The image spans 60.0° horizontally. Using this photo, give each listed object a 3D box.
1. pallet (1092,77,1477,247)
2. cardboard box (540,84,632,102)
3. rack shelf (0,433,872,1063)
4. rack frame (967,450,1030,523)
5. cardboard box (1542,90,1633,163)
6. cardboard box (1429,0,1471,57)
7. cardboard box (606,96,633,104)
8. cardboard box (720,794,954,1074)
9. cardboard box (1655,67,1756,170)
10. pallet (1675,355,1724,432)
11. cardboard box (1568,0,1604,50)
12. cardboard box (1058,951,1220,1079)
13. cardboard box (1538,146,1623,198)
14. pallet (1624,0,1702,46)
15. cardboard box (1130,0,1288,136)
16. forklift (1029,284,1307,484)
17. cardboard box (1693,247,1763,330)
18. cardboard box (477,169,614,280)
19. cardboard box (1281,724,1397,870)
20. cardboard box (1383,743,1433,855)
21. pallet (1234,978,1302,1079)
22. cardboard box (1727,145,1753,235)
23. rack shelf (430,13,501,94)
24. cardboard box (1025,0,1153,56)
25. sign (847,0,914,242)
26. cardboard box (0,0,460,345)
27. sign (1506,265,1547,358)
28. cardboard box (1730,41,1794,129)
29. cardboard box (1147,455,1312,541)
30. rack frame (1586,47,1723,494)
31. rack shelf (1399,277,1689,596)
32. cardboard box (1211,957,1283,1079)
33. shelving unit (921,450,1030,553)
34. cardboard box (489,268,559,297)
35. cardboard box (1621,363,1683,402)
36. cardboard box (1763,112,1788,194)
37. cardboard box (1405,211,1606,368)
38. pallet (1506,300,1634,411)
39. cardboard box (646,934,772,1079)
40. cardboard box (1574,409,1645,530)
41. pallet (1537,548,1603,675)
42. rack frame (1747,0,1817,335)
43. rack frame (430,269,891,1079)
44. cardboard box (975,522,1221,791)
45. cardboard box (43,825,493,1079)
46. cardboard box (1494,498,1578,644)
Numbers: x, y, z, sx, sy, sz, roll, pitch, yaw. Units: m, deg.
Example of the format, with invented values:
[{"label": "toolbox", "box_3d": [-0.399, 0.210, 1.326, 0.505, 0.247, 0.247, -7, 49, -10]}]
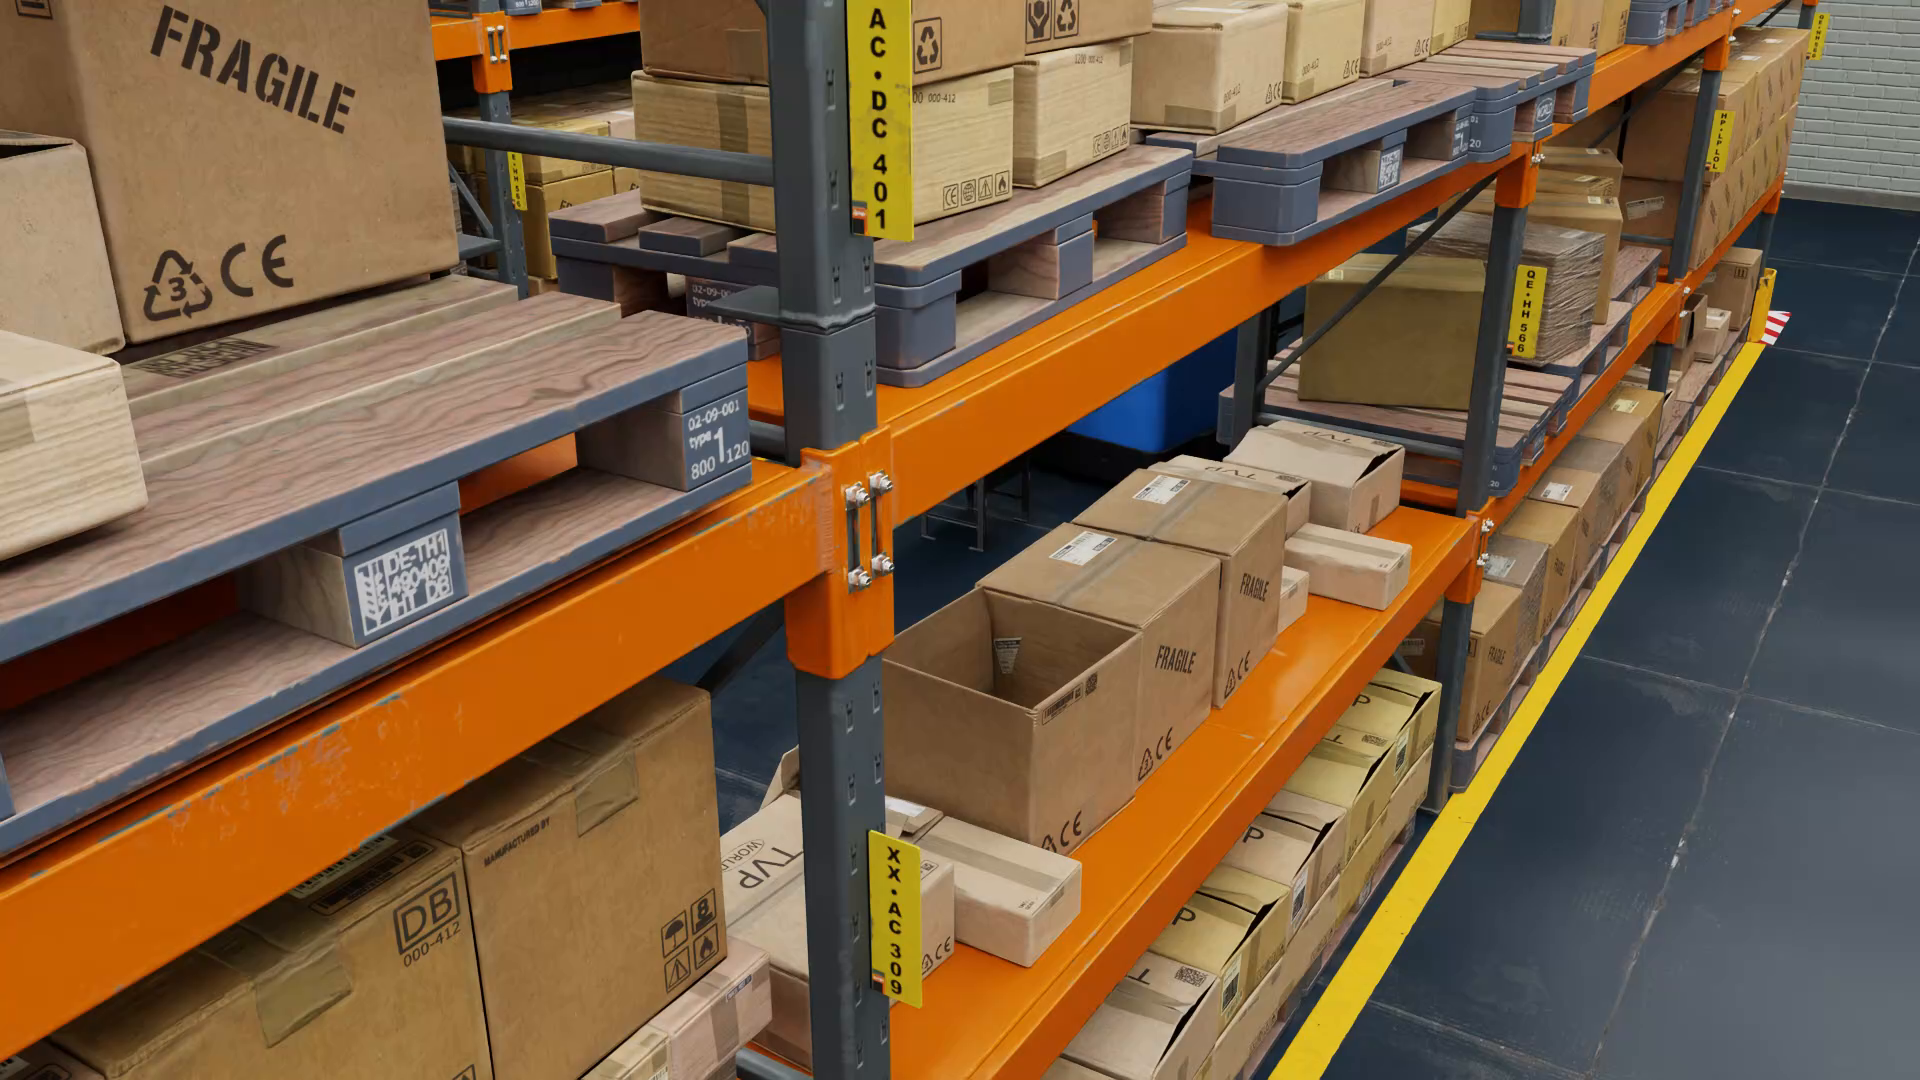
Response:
[{"label": "pallet", "box_3d": [0.660, -1.055, 4.373, 1.003, 0.211, 1.213, 15, 28, 31]}, {"label": "cardboard box", "box_3d": [-2.112, -2.517, 9.819, 0.500, 0.250, 0.500, 13, 27, 28]}, {"label": "rack shelf", "box_3d": [-1.635, 0.588, 1.246, 1.077, 0.370, 4.000, 14, 27, 29]}, {"label": "rack frame", "box_3d": [0.216, -1.102, 9.152, 0.400, 2.100, 0.015, 14, 27, 29]}, {"label": "cardboard box", "box_3d": [3.686, -2.470, 9.796, 0.500, 0.500, 0.500, 14, 27, 29]}, {"label": "cardboard box", "box_3d": [1.338, -1.726, 5.346, 0.500, 0.250, 0.500, 12, 26, 25]}, {"label": "cardboard box", "box_3d": [-1.679, -2.414, 9.580, 0.500, 0.250, 0.500, 14, 27, 29]}, {"label": "cardboard box", "box_3d": [-0.358, 0.853, 3.693, 0.500, 0.250, 0.500, 16, 28, 32]}, {"label": "cardboard box", "box_3d": [4.399, -2.520, 9.910, 0.500, 0.500, 0.500, 13, 27, 27]}, {"label": "pallet", "box_3d": [4.645, -1.106, 11.539, 1.003, 0.211, 1.213, 14, 27, 29]}, {"label": "cardboard box", "box_3d": [2.000, -2.140, 6.515, 0.910, 0.500, 0.500, 14, 27, 29]}, {"label": "cardboard box", "box_3d": [0.390, 1.341, 4.603, 0.500, 0.311, 0.500, 13, 27, 27]}, {"label": "cardboard box", "box_3d": [3.200, -1.866, 9.131, 0.700, 0.500, 0.500, 5, 24, 11]}, {"label": "pallet", "box_3d": [2.691, -2.475, 7.652, 1.213, 0.211, 1.003, 14, 27, 29]}, {"label": "cardboard box", "box_3d": [0.480, -1.174, 4.070, 0.500, 0.250, 0.500, 11, 26, 25]}, {"label": "forklift", "box_3d": [1.683, -2.145, 10.514, 1.130, 2.935, 3.031, 18, 29, 35]}, {"label": "cardboard box", "box_3d": [5.672, -1.910, 12.480, 0.500, 0.500, 0.500, 14, 27, 29]}, {"label": "cardboard box", "box_3d": [-2.207, -1.729, 8.944, 0.500, 0.500, 0.500, 15, 27, 30]}, {"label": "cardboard box", "box_3d": [1.194, 0.826, 5.792, 0.500, 0.311, 0.500, 13, 27, 28]}, {"label": "cardboard box", "box_3d": [1.459, 0.907, 6.311, 0.500, 0.250, 0.500, 15, 27, 30]}, {"label": "pallet", "box_3d": [0.418, 1.569, 5.360, 1.003, 0.211, 1.213, 14, 27, 29]}, {"label": "cardboard box", "box_3d": [4.673, -2.243, 10.531, 0.500, 0.500, 0.500, 14, 27, 29]}, {"label": "rack shelf", "box_3d": [-3.736, -1.799, 6.760, 1.077, 0.370, 4.000, 14, 27, 29]}, {"label": "cardboard box", "box_3d": [0.059, -1.282, 3.377, 0.500, 0.500, 0.500, 17, 29, 34]}, {"label": "sign", "box_3d": [-0.108, -0.575, 2.276, 0.100, 0.325, 0.005, 14, 27, 29]}, {"label": "cardboard box", "box_3d": [-1.070, -0.605, 2.266, 0.500, 0.500, 0.500, 16, 28, 33]}, {"label": "sign", "box_3d": [2.003, -0.807, 5.881, 0.100, 0.325, 0.005, 14, 27, 29]}, {"label": "cardboard box", "box_3d": [5.213, -3.041, 11.114, 0.500, 0.500, 0.500, 15, 27, 30]}, {"label": "cardboard box", "box_3d": [0.893, -0.088, 5.791, 0.500, 0.311, 0.500, 14, 27, 28]}, {"label": "rack frame", "box_3d": [3.639, -1.741, 9.495, 1.000, 3.000, 0.127, 14, 27, 29]}, {"label": "rack shelf", "box_3d": [2.584, -0.736, 8.079, 1.077, 0.370, 4.000, 14, 27, 29]}, {"label": "cardboard box", "box_3d": [0.654, 1.425, 5.115, 0.500, 0.250, 0.500, 14, 27, 30]}, {"label": "shelving unit", "box_3d": [0.087, -1.019, 8.962, 0.431, 2.100, 0.503, 14, 27, 29]}, {"label": "cardboard box", "box_3d": [-2.311, -1.384, 8.962, 0.380, 0.149, 0.250, 13, 27, 28]}, {"label": "cardboard box", "box_3d": [4.492, -1.033, 10.873, 0.380, 0.166, 0.250, 14, 27, 29]}, {"label": "cardboard box", "box_3d": [5.474, -2.753, 11.707, 0.500, 0.500, 0.500, 14, 27, 29]}, {"label": "cardboard box", "box_3d": [2.411, -1.134, 7.440, 0.700, 0.500, 0.500, 20, 31, 39]}, {"label": "pallet", "box_3d": [2.551, -0.960, 7.933, 1.003, 0.211, 1.213, 14, 27, 29]}, {"label": "cardboard box", "box_3d": [-0.542, 0.752, 2.794, 0.380, 0.149, 0.250, 14, 27, 29]}, {"label": "cardboard box", "box_3d": [3.355, -0.404, 9.000, 0.500, 0.500, 0.500, 14, 27, 29]}, {"label": "pallet", "box_3d": [2.600, 0.235, 8.442, 1.003, 0.211, 1.213, 14, 27, 29]}, {"label": "rack frame", "box_3d": [5.749, -3.091, 12.614, 1.000, 3.000, 0.127, 14, 27, 29]}, {"label": "rack frame", "box_3d": [-0.580, 0.959, 3.258, 1.000, 3.000, 0.127, 14, 27, 29]}, {"label": "cardboard box", "box_3d": [0.381, 0.311, 4.630, 0.500, 0.500, 0.500, 14, 27, 29]}, {"label": "cardboard box", "box_3d": [-1.075, 0.640, 2.237, 0.700, 0.500, 0.500, 14, 27, 29]}, {"label": "cardboard box", "box_3d": [2.553, 0.115, 7.802, 0.500, 0.500, 0.500, 13, 27, 28]}]
